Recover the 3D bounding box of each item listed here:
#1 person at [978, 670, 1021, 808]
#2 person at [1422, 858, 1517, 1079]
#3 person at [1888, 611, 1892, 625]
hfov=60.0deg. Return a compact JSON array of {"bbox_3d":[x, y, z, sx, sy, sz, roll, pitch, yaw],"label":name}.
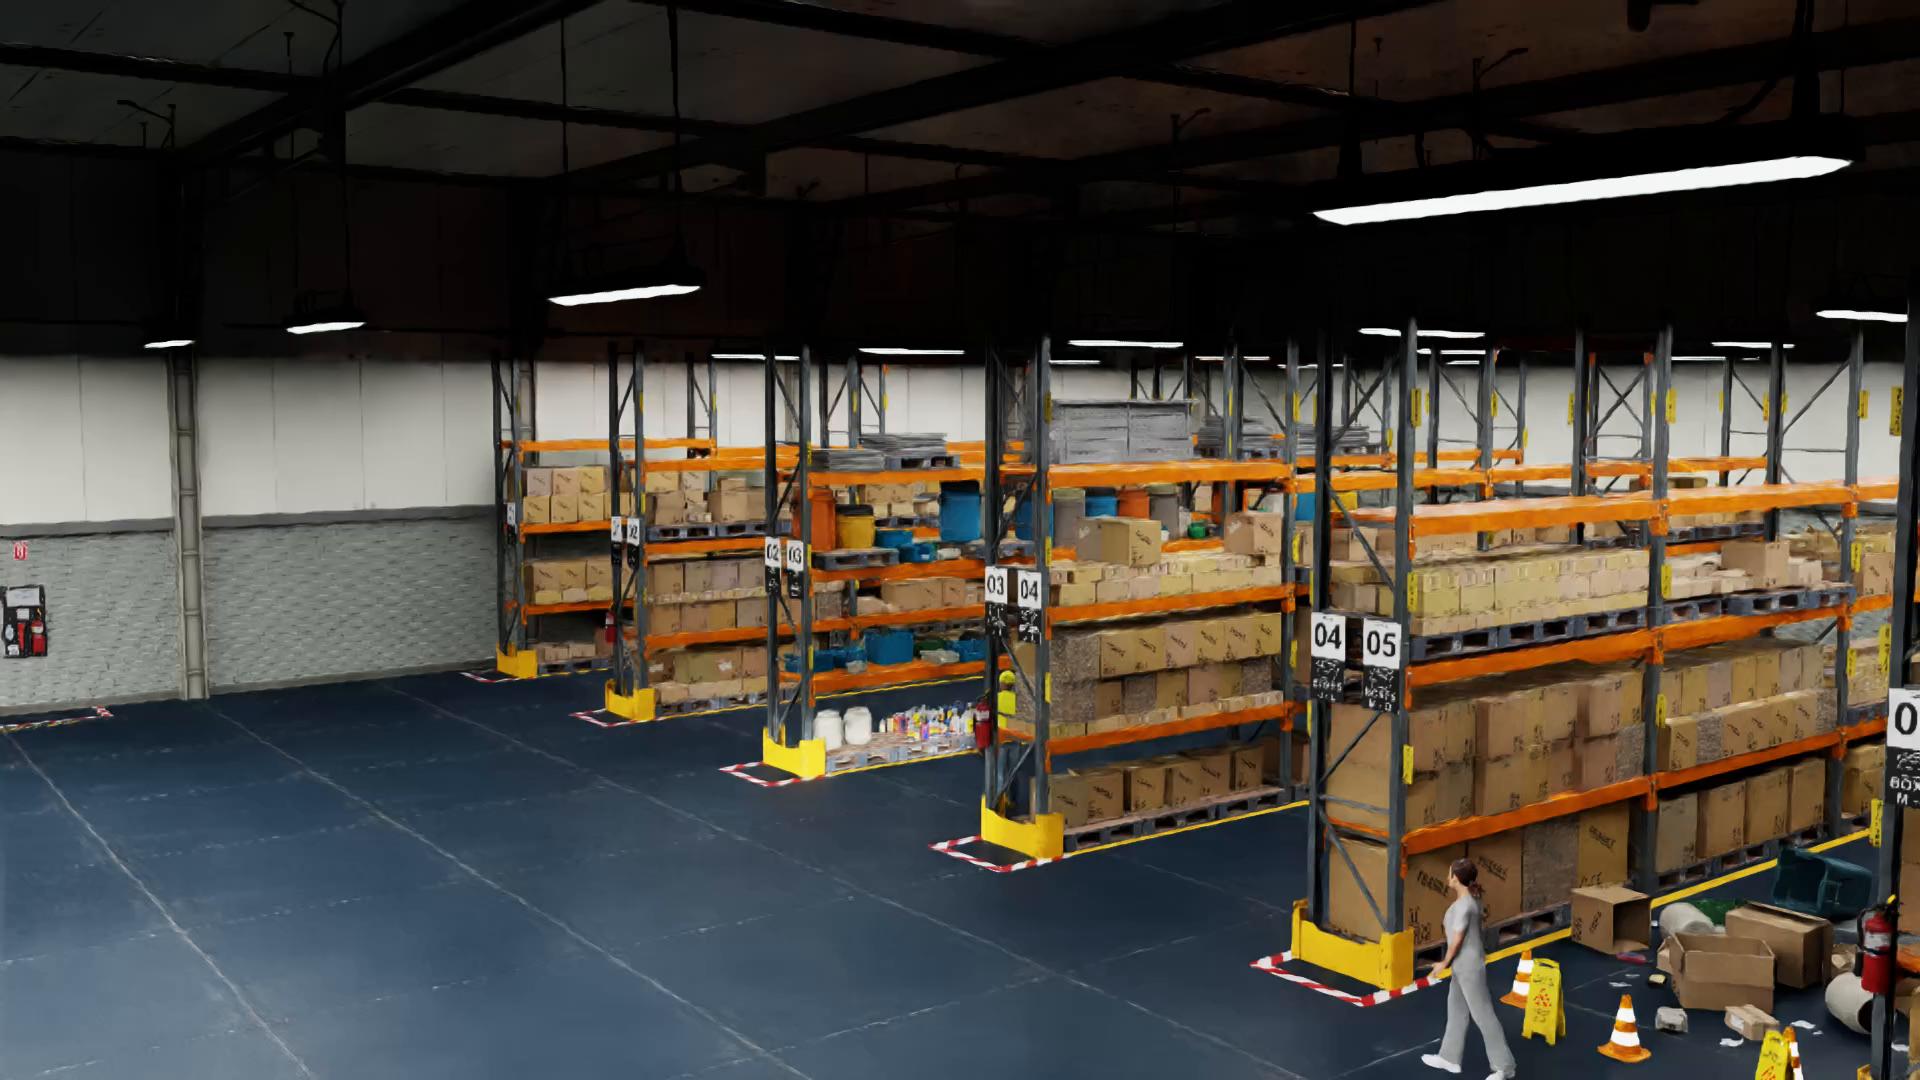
[{"bbox_3d":[0.583,2.468,20.599,0.783,1.760,0.617,-1,5,-14],"label":"person"},{"bbox_3d":[3.858,3.237,12.561,0.701,1.664,0.484,2,5,21],"label":"person"},{"bbox_3d":[15.097,1.976,26.839,1.030,1.673,0.553,-4,6,-38],"label":"person"}]
